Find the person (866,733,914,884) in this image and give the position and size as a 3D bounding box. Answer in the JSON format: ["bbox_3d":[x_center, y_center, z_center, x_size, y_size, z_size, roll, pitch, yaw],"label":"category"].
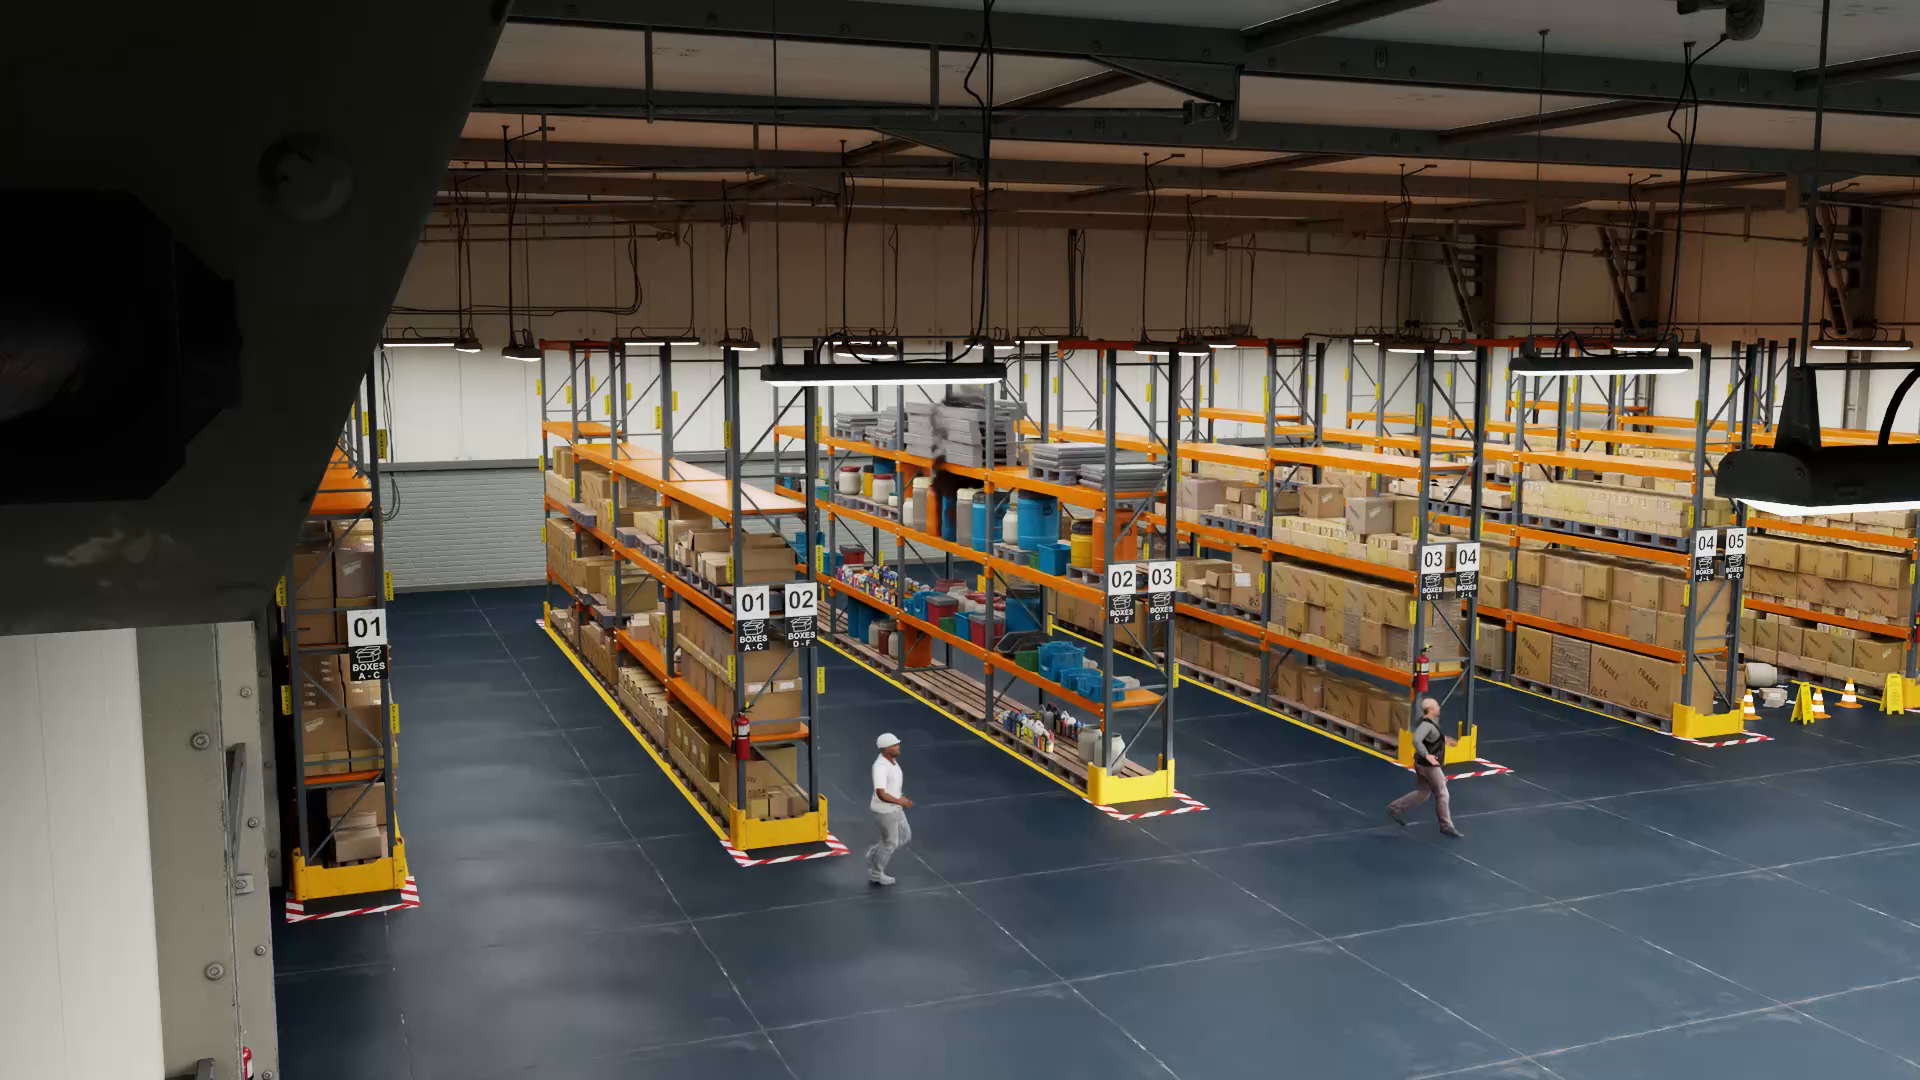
[{"bbox_3d":[-0.788,3.031,18.871,0.593,1.724,0.738,1,7,8],"label":"person"}]

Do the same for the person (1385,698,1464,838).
[{"bbox_3d":[5.772,2.808,20.564,0.956,1.731,0.661,1,7,5],"label":"person"}]

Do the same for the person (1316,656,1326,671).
[{"bbox_3d":[6.619,1.545,30.145,0.669,1.737,0.589,-4,8,-26],"label":"person"}]
